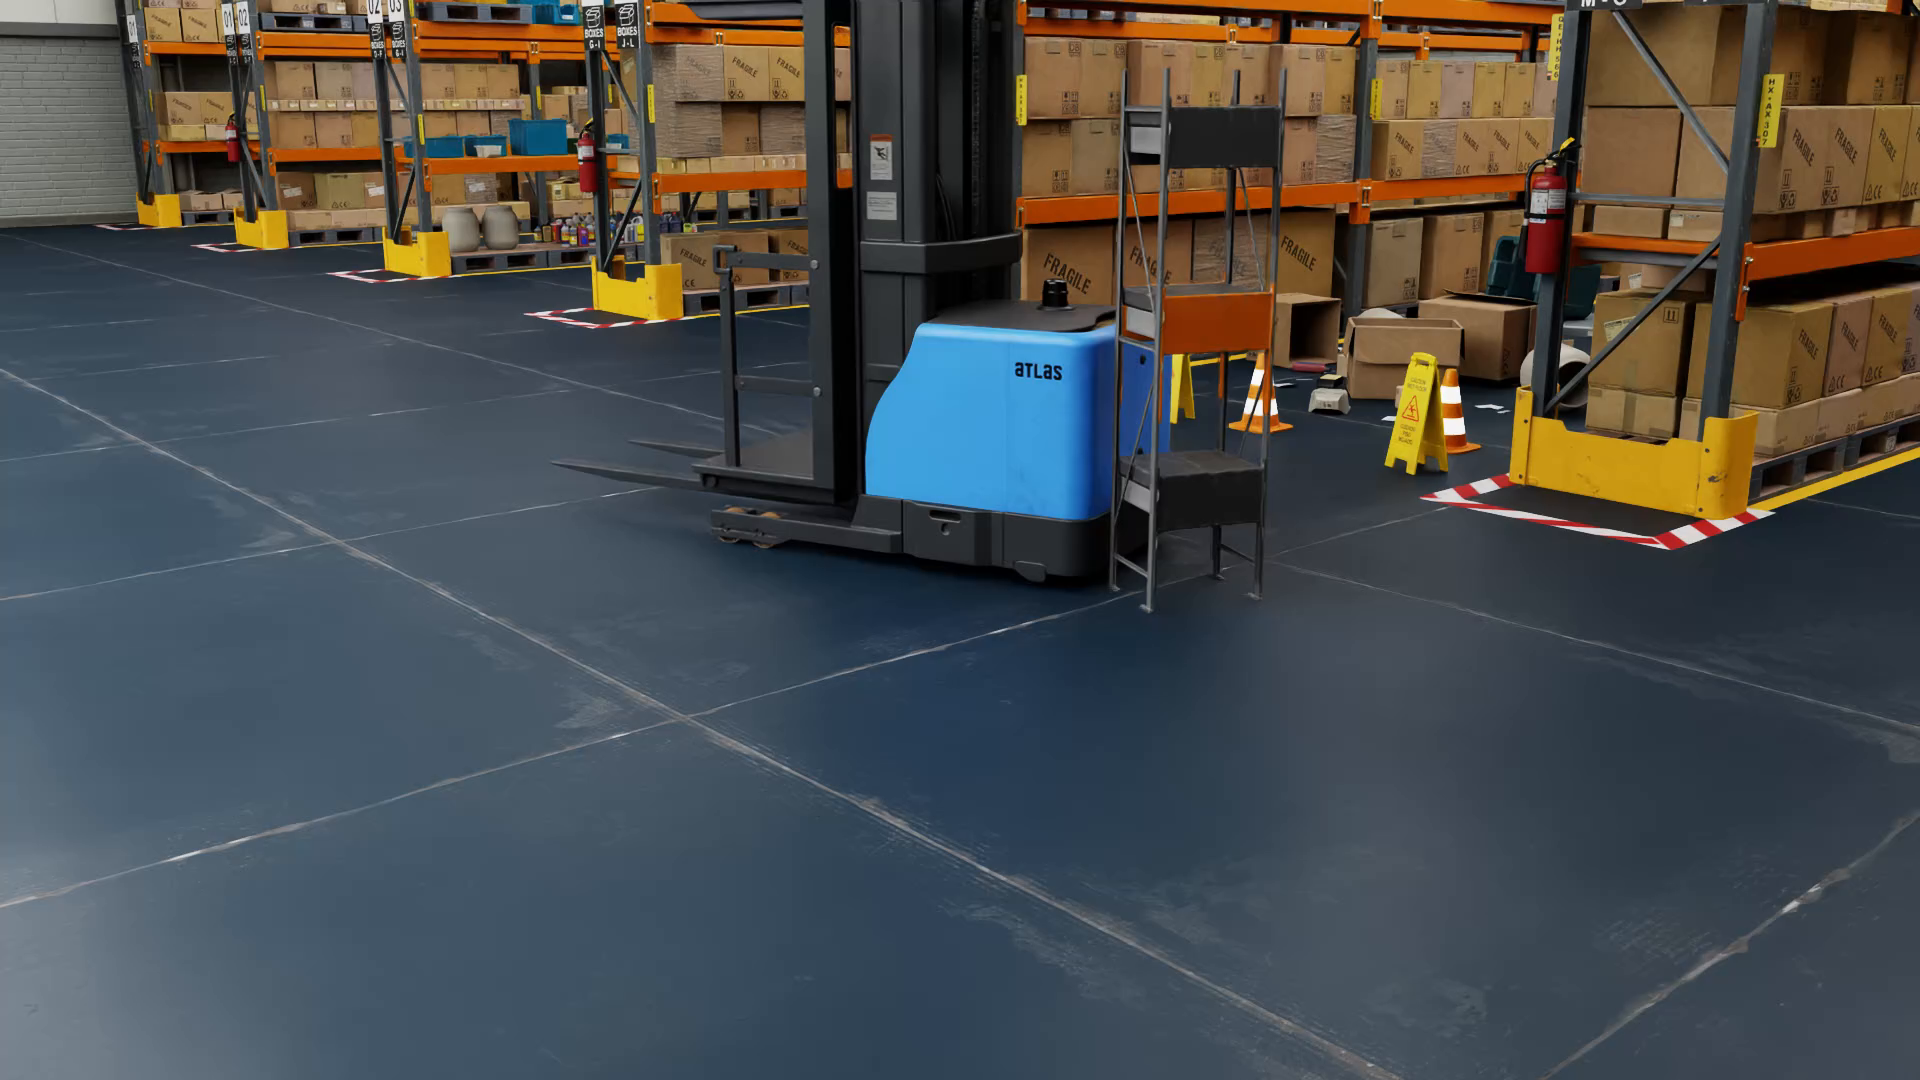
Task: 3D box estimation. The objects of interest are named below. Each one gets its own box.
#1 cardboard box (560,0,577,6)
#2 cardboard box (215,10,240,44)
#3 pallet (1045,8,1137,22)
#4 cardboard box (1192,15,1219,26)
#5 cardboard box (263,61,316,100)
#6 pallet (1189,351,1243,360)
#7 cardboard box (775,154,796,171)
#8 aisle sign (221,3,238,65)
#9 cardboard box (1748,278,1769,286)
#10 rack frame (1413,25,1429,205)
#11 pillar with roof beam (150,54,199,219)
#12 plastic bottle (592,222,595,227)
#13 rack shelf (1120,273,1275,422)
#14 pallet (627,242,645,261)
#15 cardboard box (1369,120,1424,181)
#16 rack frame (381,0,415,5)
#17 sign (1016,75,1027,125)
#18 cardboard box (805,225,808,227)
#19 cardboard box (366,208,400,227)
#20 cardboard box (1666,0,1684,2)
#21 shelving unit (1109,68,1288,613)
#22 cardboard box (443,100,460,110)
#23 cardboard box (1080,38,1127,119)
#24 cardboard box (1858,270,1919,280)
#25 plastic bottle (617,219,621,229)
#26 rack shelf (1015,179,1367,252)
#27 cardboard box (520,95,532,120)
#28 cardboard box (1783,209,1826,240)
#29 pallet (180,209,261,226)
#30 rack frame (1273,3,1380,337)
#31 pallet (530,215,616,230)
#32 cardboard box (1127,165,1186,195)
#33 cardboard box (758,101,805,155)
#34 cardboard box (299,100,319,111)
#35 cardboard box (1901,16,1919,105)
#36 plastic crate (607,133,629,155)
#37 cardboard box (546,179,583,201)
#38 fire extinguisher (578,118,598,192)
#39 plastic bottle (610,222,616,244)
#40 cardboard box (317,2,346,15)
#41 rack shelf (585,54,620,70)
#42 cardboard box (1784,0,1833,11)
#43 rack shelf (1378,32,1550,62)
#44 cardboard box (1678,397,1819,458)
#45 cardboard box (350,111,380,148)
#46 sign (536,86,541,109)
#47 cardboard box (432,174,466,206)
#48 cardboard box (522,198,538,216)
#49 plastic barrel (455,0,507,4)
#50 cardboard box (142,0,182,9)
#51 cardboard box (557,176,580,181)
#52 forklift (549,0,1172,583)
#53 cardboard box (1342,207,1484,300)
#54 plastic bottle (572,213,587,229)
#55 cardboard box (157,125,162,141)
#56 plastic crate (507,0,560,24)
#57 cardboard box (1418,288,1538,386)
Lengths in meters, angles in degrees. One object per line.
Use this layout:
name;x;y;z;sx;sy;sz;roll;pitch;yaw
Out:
cardboard box;-6.117;-8.244;25.011;0.500;0.500;0.500;-12;19;-39
cardboard box;-11.646;-8.179;26.513;0.500;0.500;0.500;-12;19;-37
pallet;1.208;-5.894;18.556;1.003;0.211;1.213;-13;19;-39
cardboard box;2.712;-6.202;19.634;0.500;0.250;0.500;-13;19;-39
cardboard box;-9.225;-6.288;22.771;0.500;0.500;0.700;-13;19;-39
pallet;1.526;-1.625;13.423;1.213;0.211;1.003;-13;19;-39
cardboard box;-1.815;-3.692;16.245;0.250;0.149;0.380;-13;19;-39
aisle sign;-9.868;-6.829;22.468;0.004;0.787;0.394;-13;19;-39
cardboard box;4.437;-1.567;9.609;0.250;0.149;0.380;-12;19;-37
rack frame;5.927;-5.631;23.019;0.127;3.000;1.000;-13;19;-39
pillar with roof beam;-10.094;-8.838;23.401;0.400;9.000;9.100;-13;19;-39
plastic bottle;-4.587;-3.952;21.159;0.135;0.276;0.152;-13;19;-39
rack shelf;0.933;-0.778;6.647;0.480;0.518;0.431;-5;16;-19
pallet;-3.893;-3.787;21.519;1.213;0.211;1.003;-13;19;-39
cardboard box;3.645;-3.378;14.391;0.500;0.500;0.500;-12;19;-39
rack frame;-6.377;-7.461;18.244;0.127;3.000;1.000;-13;19;-39
sign;0.414;-2.963;11.199;0.005;0.325;0.100;-13;19;-39
cardboard box;-1.280;-2.992;17.169;0.500;0.500;0.500;14;20;42
cardboard box;-8.323;-4.619;23.746;0.500;0.250;0.500;-13;19;-39
cardboard box;7.067;-5.599;16.893;0.500;0.500;0.500;-13;19;-39
shelving unit;0.933;-0.791;6.644;0.503;2.100;0.431;-5;16;-19
cardboard box;-7.441;-6.307;24.098;0.250;0.149;0.380;-13;20;-40
cardboard box;0.714;-3.376;12.194;0.550;0.550;0.875;-13;19;-39
cardboard box;5.745;-1.344;10.032;0.500;0.500;0.500;-12;19;-38
plastic bottle;-4.240;-3.882;20.881;0.133;0.283;0.061;-13;19;-39
rack shelf;1.563;-2.607;13.090;4.000;0.370;1.077;-13;19;-39
cardboard box;-8.118;-7.810;30.131;0.500;0.500;0.700;-13;19;-39
cardboard box;4.206;-1.640;8.562;0.250;0.149;0.380;-13;20;-41
pallet;-12.187;-5.288;27.136;1.213;0.211;1.003;-13;19;-39
rack frame;3.072;-3.293;14.266;0.127;3.000;1.000;-13;19;-39
pallet;-6.078;-4.990;26.023;1.213;0.211;1.003;-13;19;-39
cardboard box;1.210;-2.927;12.607;0.550;0.550;0.875;-13;19;-39
cardboard box;-1.989;-4.062;16.376;0.500;0.500;0.875;-13;19;-39
cardboard box;-8.991;-5.959;22.795;0.250;0.149;0.380;-13;20;-41
cardboard box;5.523;-2.907;10.113;0.500;0.500;0.700;-13;19;-39
plastic crate;-4.016;-4.928;20.674;0.616;0.251;0.499;-13;19;-39
cardboard box;-6.133;-5.372;25.476;0.500;0.311;0.500;-13;19;-39
fire extinguisher;-3.514;-3.631;15.682;0.183;0.674;0.296;-13;19;-39
plastic bottle;-4.318;-3.813;20.646;0.097;0.271;0.097;0;15;0
cardboard box;-8.622;-7.291;22.821;0.250;0.149;0.380;-13;19;-39
rack shelf;-5.336;-9.287;32.286;4.000;0.370;1.077;-13;19;-39
cardboard box;9.629;-6.052;19.073;0.500;0.250;0.500;-11;19;-37
rack shelf;7.436;-7.072;23.993;4.000;0.370;1.077;-13;19;-39
cardboard box;4.170;-0.626;8.796;0.500;0.250;0.500;-13;20;-40
cardboard box;-8.494;-5.825;23.552;0.500;0.500;0.700;-12;19;-39
sign;-6.243;-6.554;24.642;0.005;0.325;0.100;-13;19;-39
cardboard box;-7.574;-5.153;24.290;0.500;0.500;0.500;-13;19;-39
cardboard box;-6.485;-5.206;25.942;0.500;0.250;0.500;-13;20;-40
plastic barrel;-5.600;-6.523;19.368;0.600;0.588;0.600;0;15;0
cardboard box;-12.430;-8.499;25.774;0.500;0.500;0.500;14;21;43
cardboard box;-6.102;-5.564;26.196;0.500;0.311;0.500;-12;19;-38
forklift;-0.574;-1.486;7.635;3.031;2.935;1.130;8;17;27
cardboard box;4.211;-2.694;15.570;0.750;0.750;1.050;-13;19;-39
plastic bottle;-4.844;-3.981;21.123;0.185;0.351;0.144;-12;19;-37
cardboard box;-12.655;-6.545;26.693;0.500;0.250;0.500;-12;19;-39
plastic crate;-5.136;-6.386;20.062;0.575;0.384;0.392;-13;19;-39
cardboard box;3.743;-1.479;12.049;0.503;0.637;0.797;-13;19;-39
